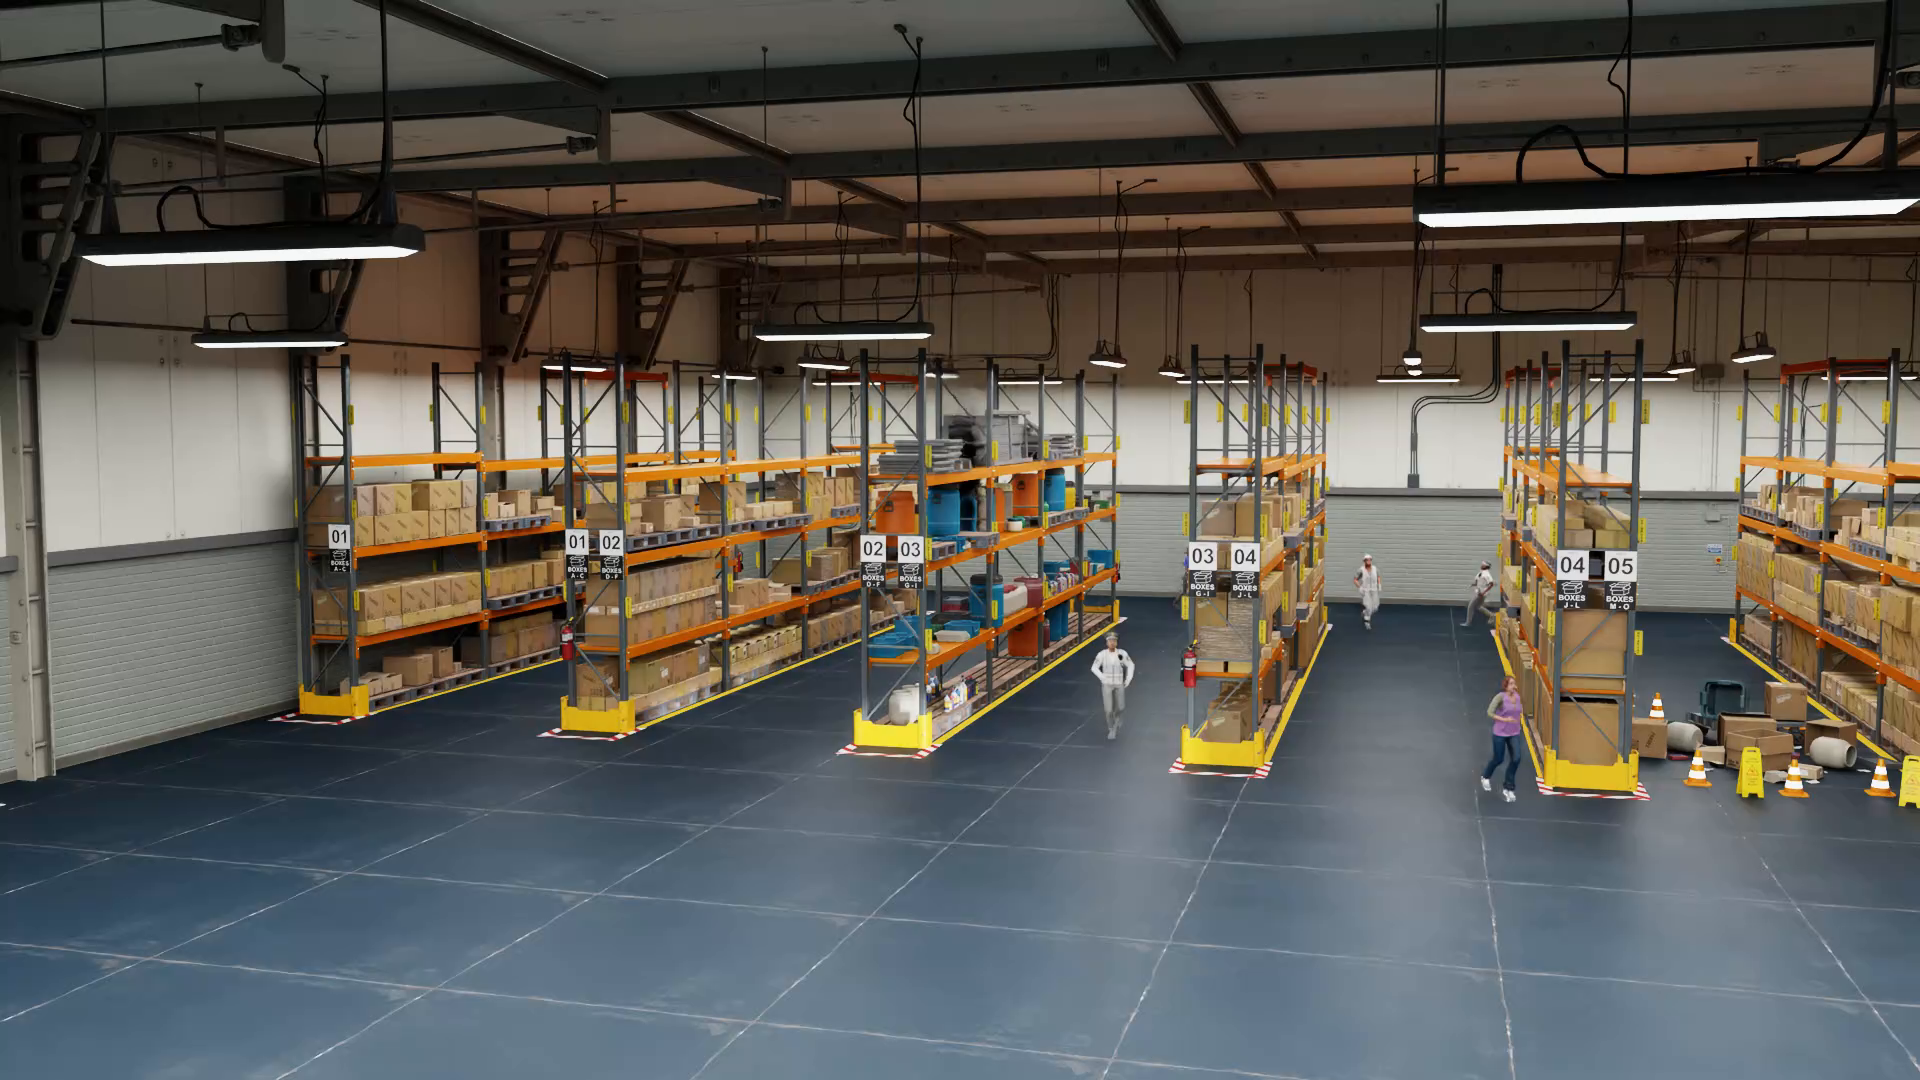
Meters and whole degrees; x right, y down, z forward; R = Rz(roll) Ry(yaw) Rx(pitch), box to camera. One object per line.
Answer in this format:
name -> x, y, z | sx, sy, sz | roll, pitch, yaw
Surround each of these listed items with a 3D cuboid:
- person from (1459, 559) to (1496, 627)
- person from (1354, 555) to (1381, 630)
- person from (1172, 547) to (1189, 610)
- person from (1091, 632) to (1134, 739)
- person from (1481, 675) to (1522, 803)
person -> 12.183, 1.245, 39.044 | 0.837, 1.628, 0.642 | 1, 4, 16
person -> 9.546, 1.217, 38.941 | 0.651, 1.749, 0.568 | -1, 4, -8
person -> 5.800, 1.010, 42.247 | 0.844, 1.687, 0.568 | 3, 5, 32
person -> 2.376, 2.248, 25.781 | 0.674, 1.660, 0.496 | 0, 4, 0
person -> 7.134, 2.581, 21.816 | 0.570, 1.638, 0.711 | -1, 4, -16
